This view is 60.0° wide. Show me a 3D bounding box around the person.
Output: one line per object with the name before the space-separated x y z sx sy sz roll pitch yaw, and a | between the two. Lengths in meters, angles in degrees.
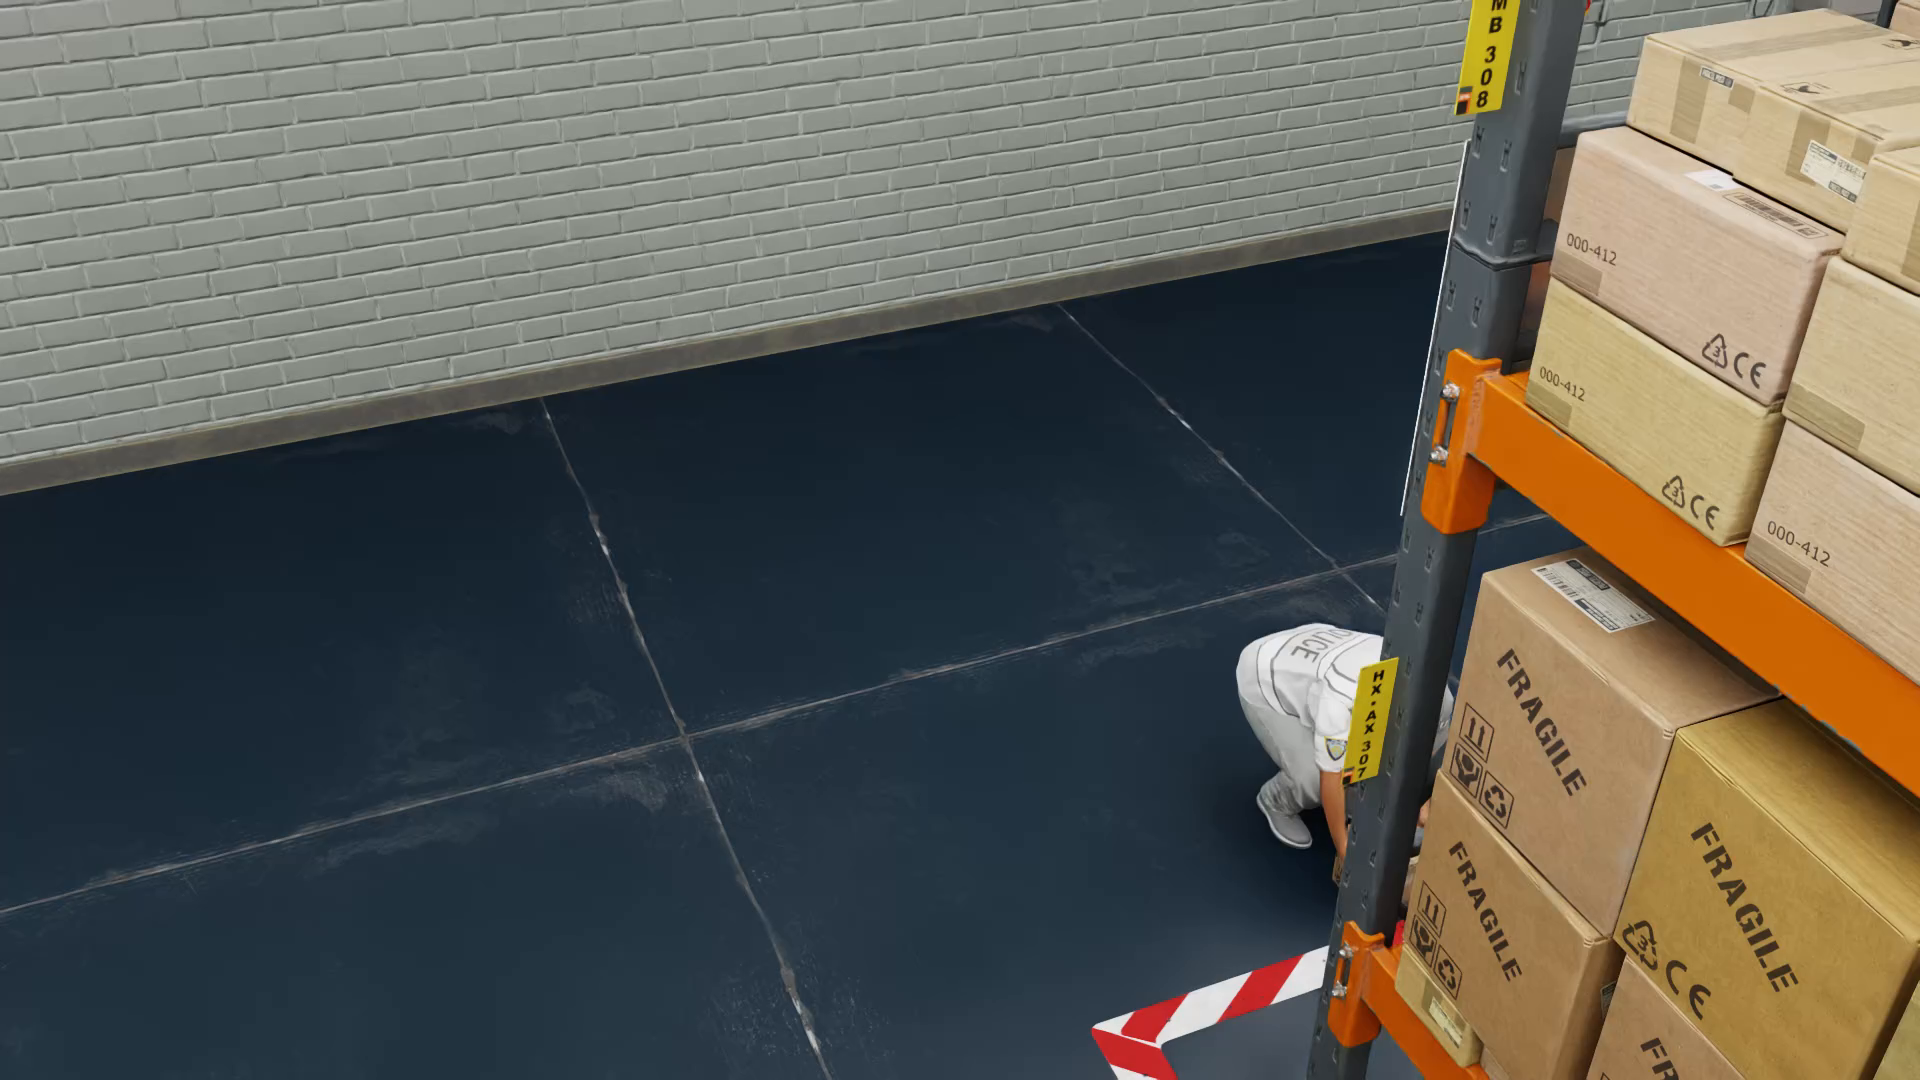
person | 1.345 0.667 5.828 0.516 0.907 0.838 -13 36 -19
